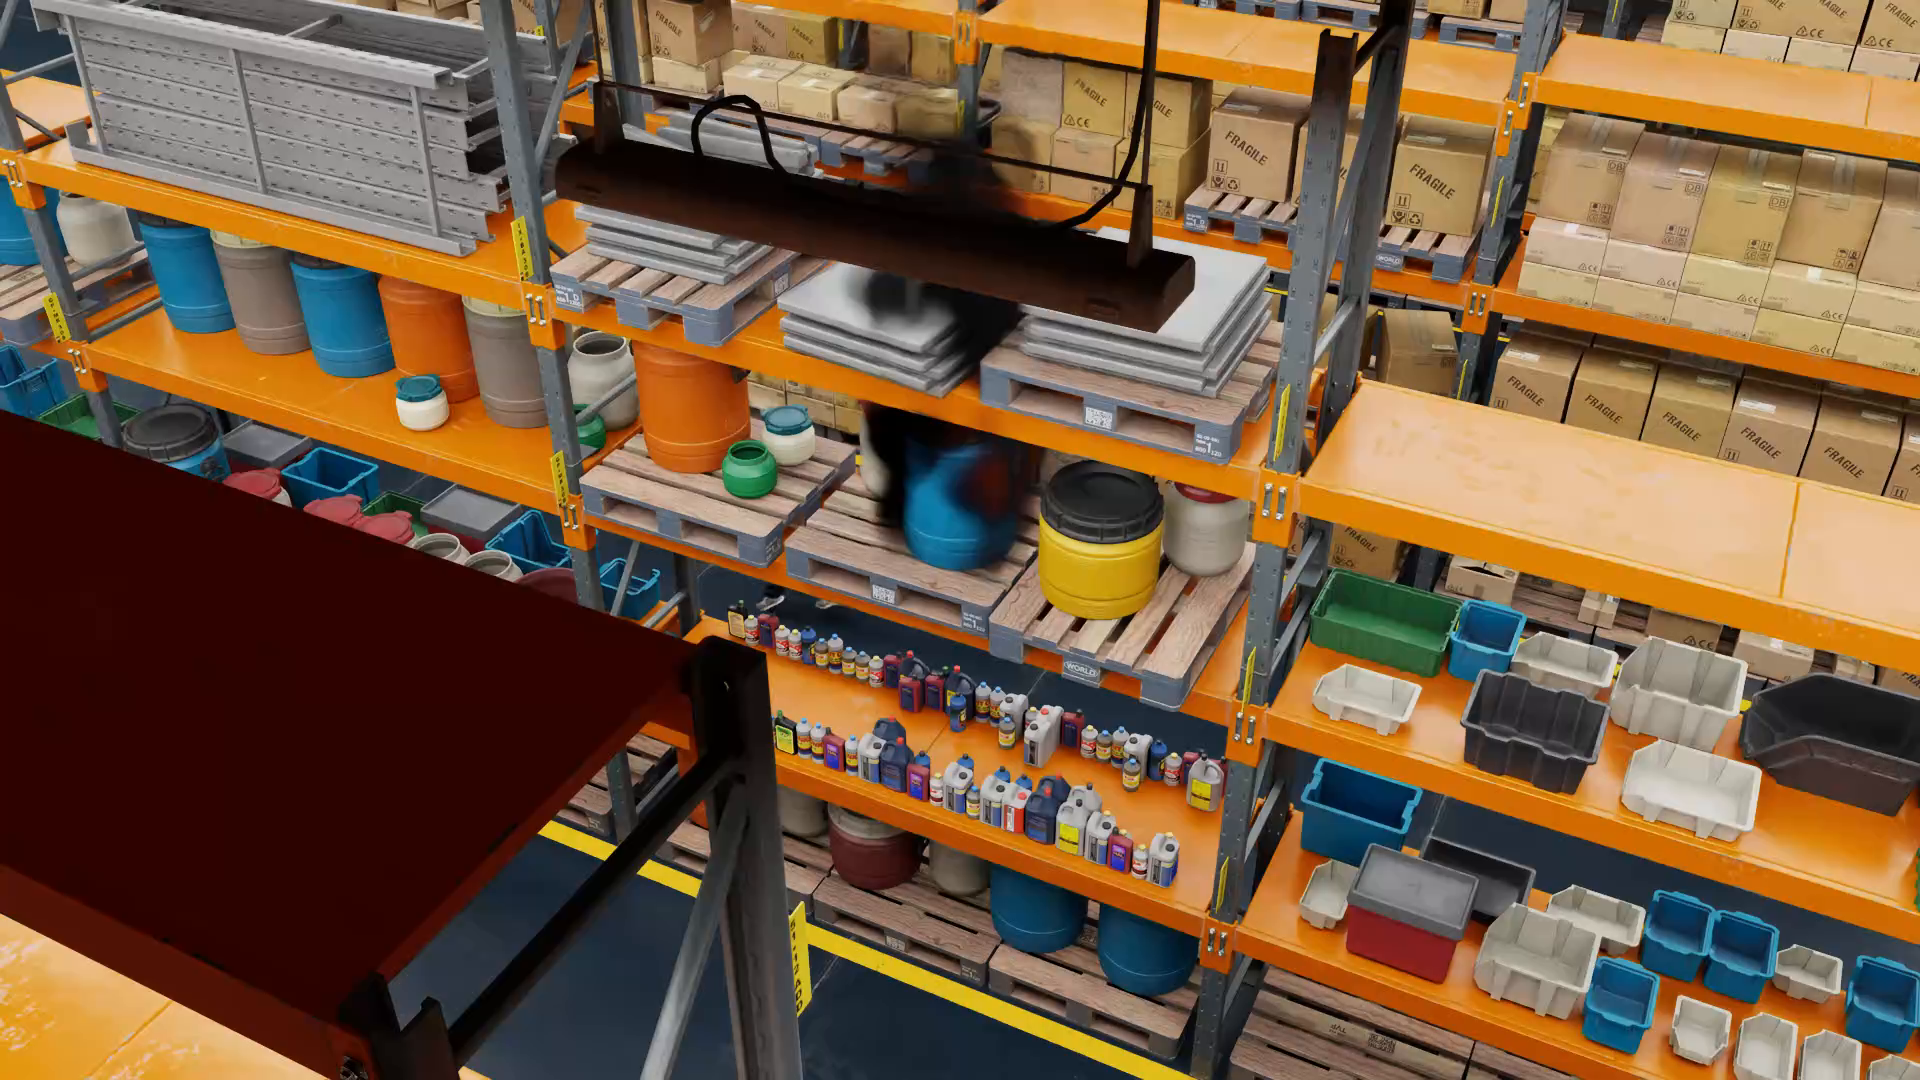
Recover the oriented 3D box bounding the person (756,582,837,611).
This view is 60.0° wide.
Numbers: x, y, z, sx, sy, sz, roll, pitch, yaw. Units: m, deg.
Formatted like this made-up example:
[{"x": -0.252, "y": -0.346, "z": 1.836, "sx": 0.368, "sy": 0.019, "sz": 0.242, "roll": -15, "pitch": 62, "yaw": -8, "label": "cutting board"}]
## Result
[{"x": -1.239, "y": -0.113, "z": 12.638, "sx": 0.751, "sy": 1.645, "sz": 0.522, "roll": 12, "pitch": 37, "yaw": 16, "label": "person"}]
